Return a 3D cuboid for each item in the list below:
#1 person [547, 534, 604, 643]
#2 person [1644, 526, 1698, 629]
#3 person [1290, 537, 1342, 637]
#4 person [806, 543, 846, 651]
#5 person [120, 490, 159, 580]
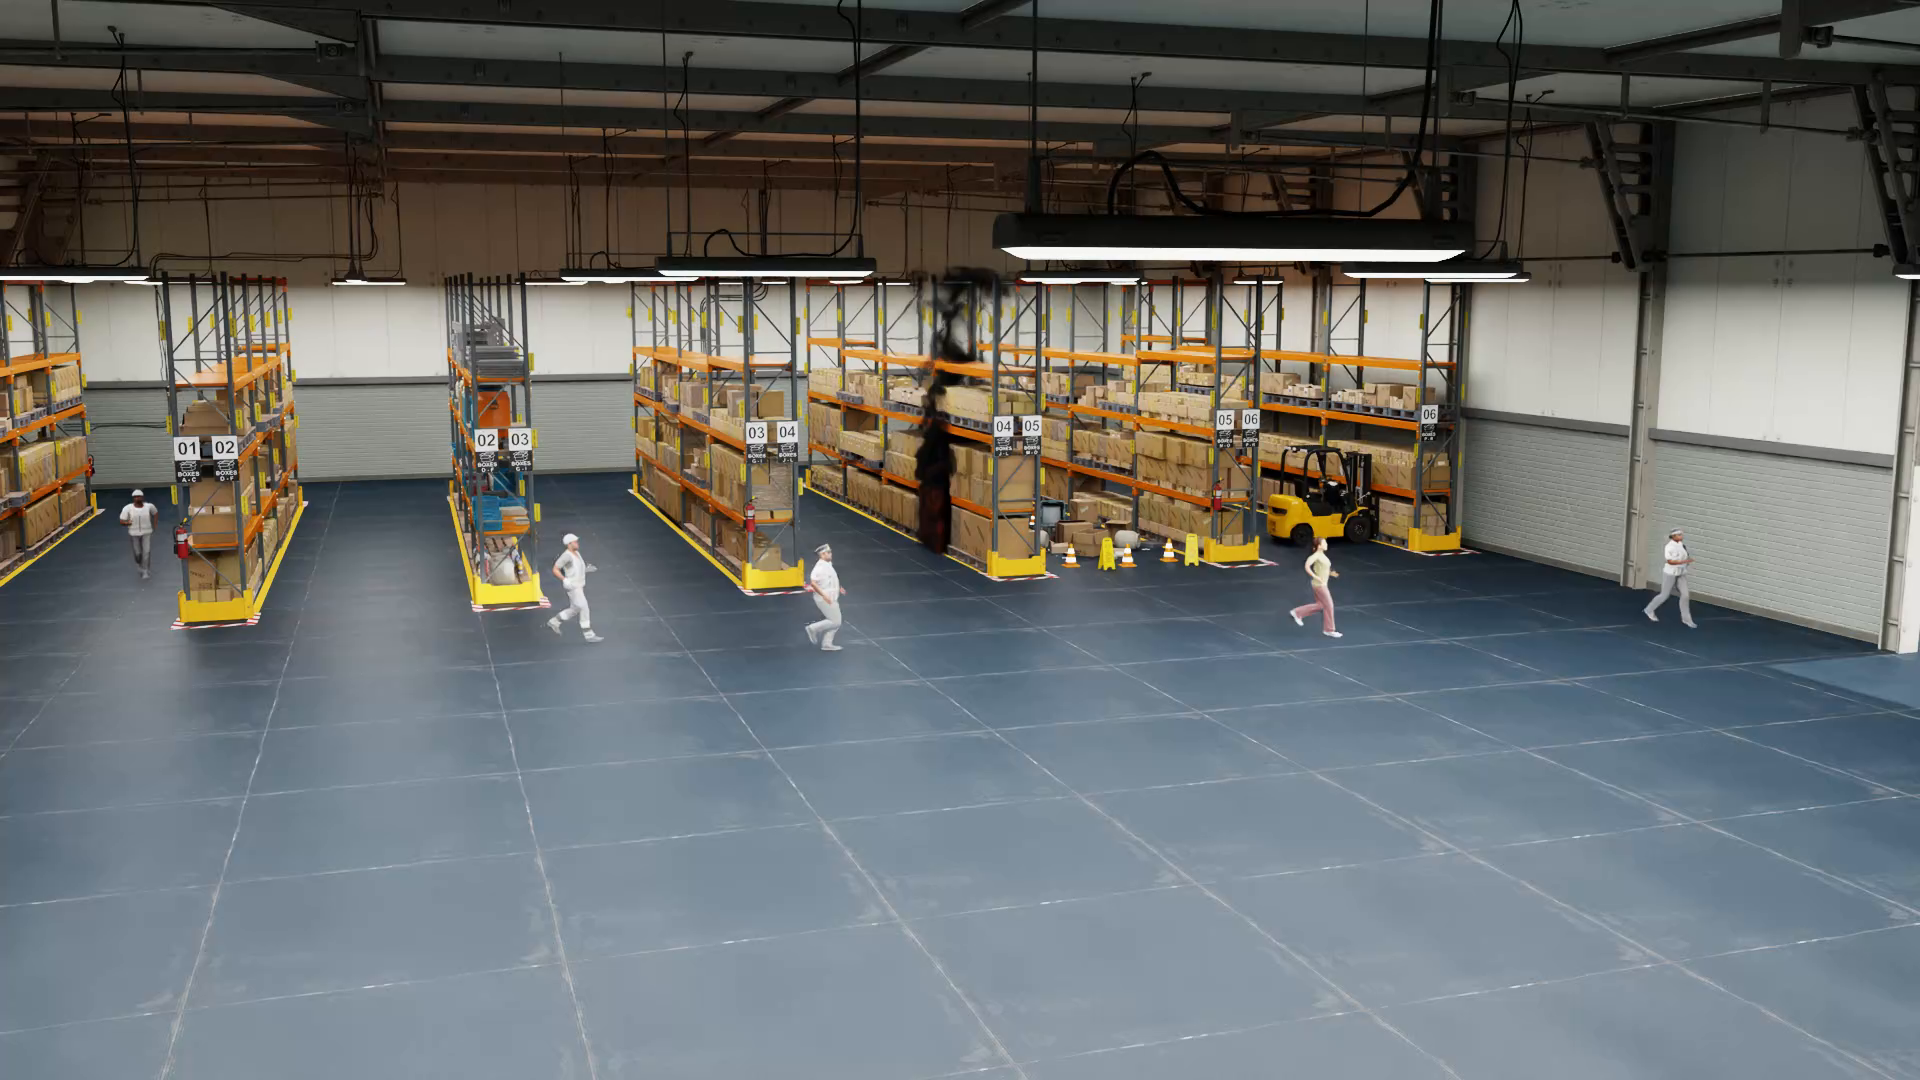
[{"bbox_3d":[-6.267,0.775,26.976,0.980,1.767,0.665,1,9,5],"label":"person"},{"bbox_3d":[12.168,0.604,28.346,0.566,1.709,0.910,-6,11,-35],"label":"person"},{"bbox_3d":[5.953,0.767,27.588,0.821,1.669,0.579,3,9,21],"label":"person"},{"bbox_3d":[-2.132,0.904,26.409,0.592,1.731,0.679,1,9,8],"label":"person"},{"bbox_3d":[-16.182,-0.127,32.831,0.703,1.739,1.007,-4,10,-26],"label":"person"}]
